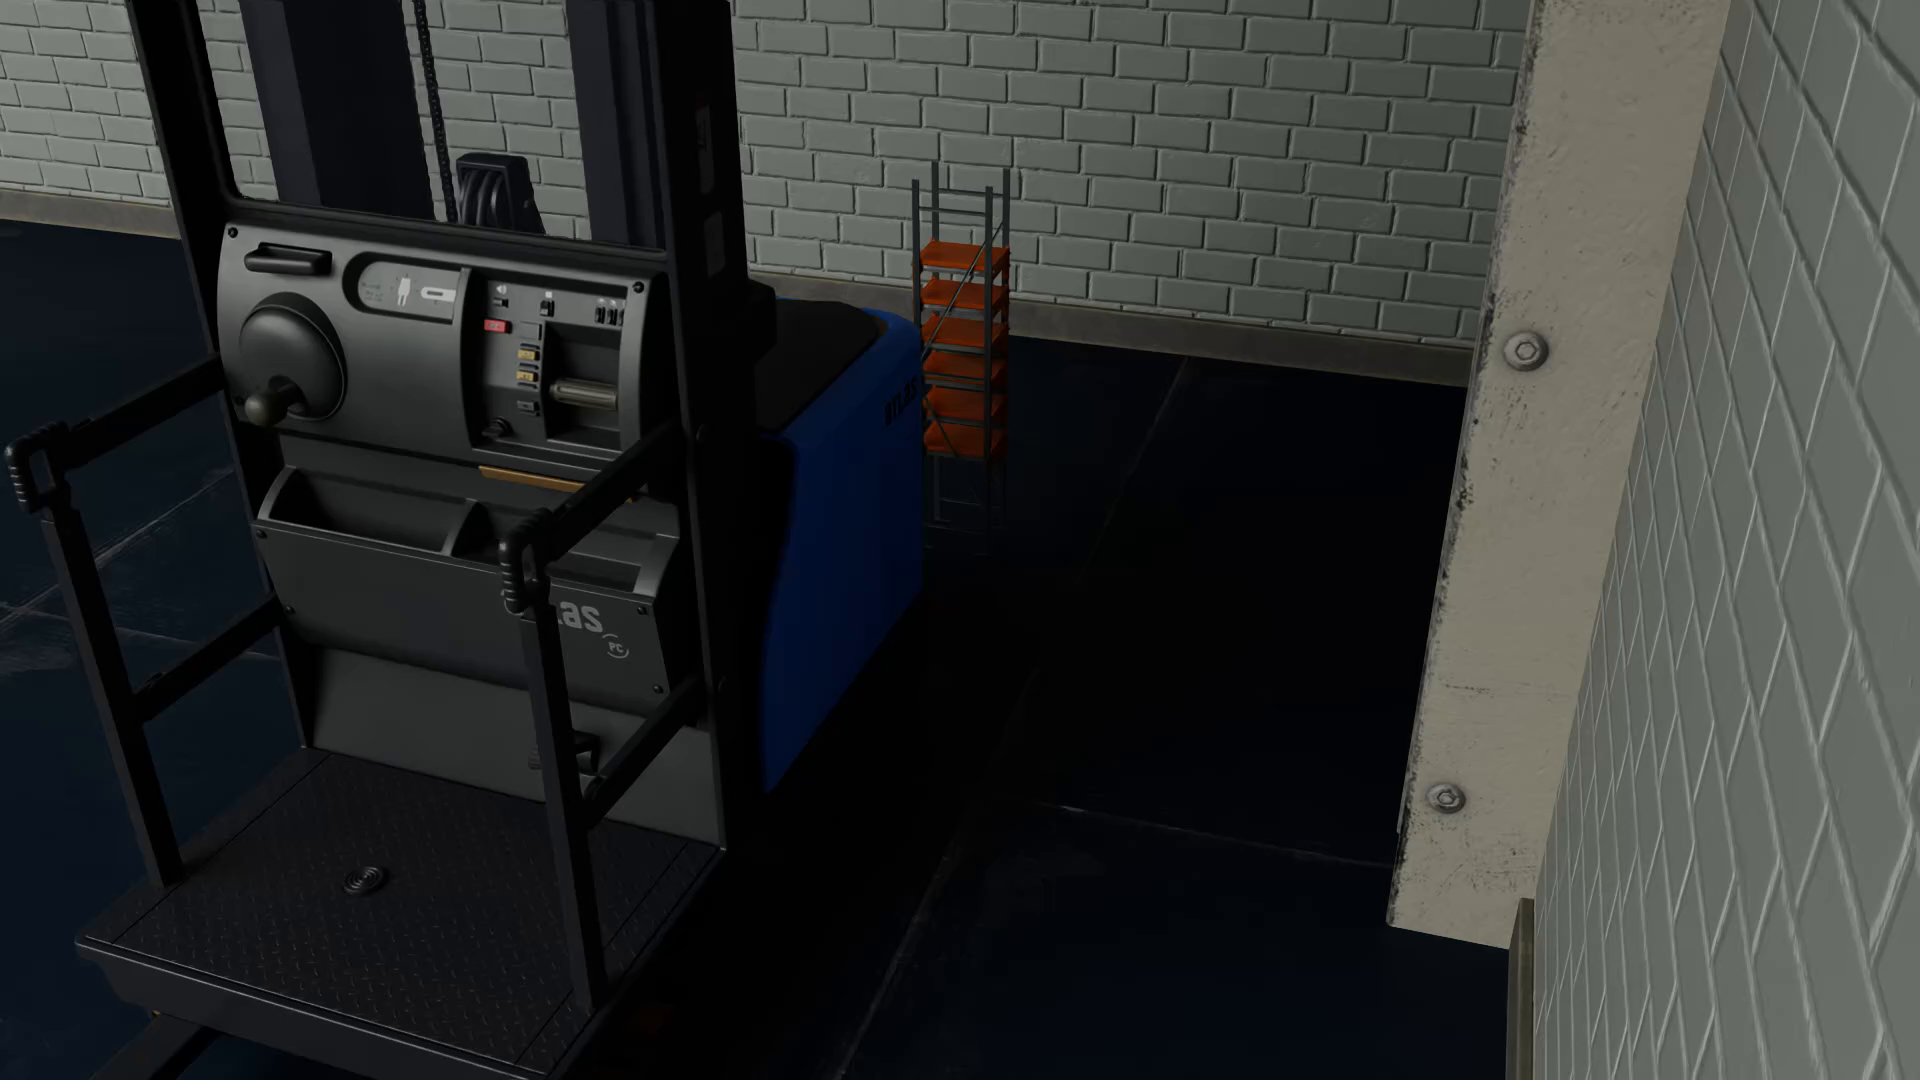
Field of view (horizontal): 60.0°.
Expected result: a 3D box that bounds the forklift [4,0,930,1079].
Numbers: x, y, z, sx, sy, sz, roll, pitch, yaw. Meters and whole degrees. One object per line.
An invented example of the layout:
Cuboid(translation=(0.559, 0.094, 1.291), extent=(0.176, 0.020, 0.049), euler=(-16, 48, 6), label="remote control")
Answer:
Cuboid(translation=(-1.060, -0.318, 2.922), extent=(1.130, 2.935, 3.031), euler=(10, 31, 17), label="forklift")

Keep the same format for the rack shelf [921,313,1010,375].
Cuboid(translation=(0.004, -0.597, 5.050), extent=(0.258, 0.103, 0.180), euler=(8, 30, 15), label="rack shelf")

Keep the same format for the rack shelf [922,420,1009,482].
Cuboid(translation=(0.004, -0.282, 5.225), extent=(0.258, 0.103, 0.180), euler=(8, 30, 15), label="rack shelf")

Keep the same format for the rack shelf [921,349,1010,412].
Cuboid(translation=(0.004, -0.492, 5.108), extent=(0.258, 0.103, 0.180), euler=(8, 30, 15), label="rack shelf")

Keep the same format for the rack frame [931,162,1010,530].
Cuboid(translation=(0.031, -0.574, 5.163), extent=(0.240, 1.200, 0.006), euler=(8, 30, 15), label="rack frame")

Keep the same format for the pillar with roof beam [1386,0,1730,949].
Cuboid(translation=(-2.940, -3.740, 2.833), extent=(9.100, 9.000, 0.400), euler=(8, 30, 15), label="pillar with roof beam")

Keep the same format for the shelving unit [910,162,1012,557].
Cuboid(translation=(0.004, -0.531, 5.086), extent=(0.258, 1.200, 0.189), euler=(8, 30, 15), label="shelving unit")

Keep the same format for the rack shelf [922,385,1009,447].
Cuboid(translation=(0.004, -0.387, 5.166), extent=(0.258, 0.103, 0.180), euler=(8, 30, 15), label="rack shelf")

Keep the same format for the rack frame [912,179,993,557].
Cuboid(translation=(-0.023, -0.489, 5.010), extent=(0.240, 1.200, 0.006), euler=(8, 30, 15), label="rack frame")

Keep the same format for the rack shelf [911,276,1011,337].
Cuboid(translation=(0.004, -0.702, 4.991), extent=(0.258, 0.103, 0.180), euler=(8, 30, 15), label="rack shelf")

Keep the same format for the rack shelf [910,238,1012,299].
Cuboid(translation=(0.004, -0.807, 4.933), extent=(0.258, 0.103, 0.180), euler=(8, 30, 15), label="rack shelf")
